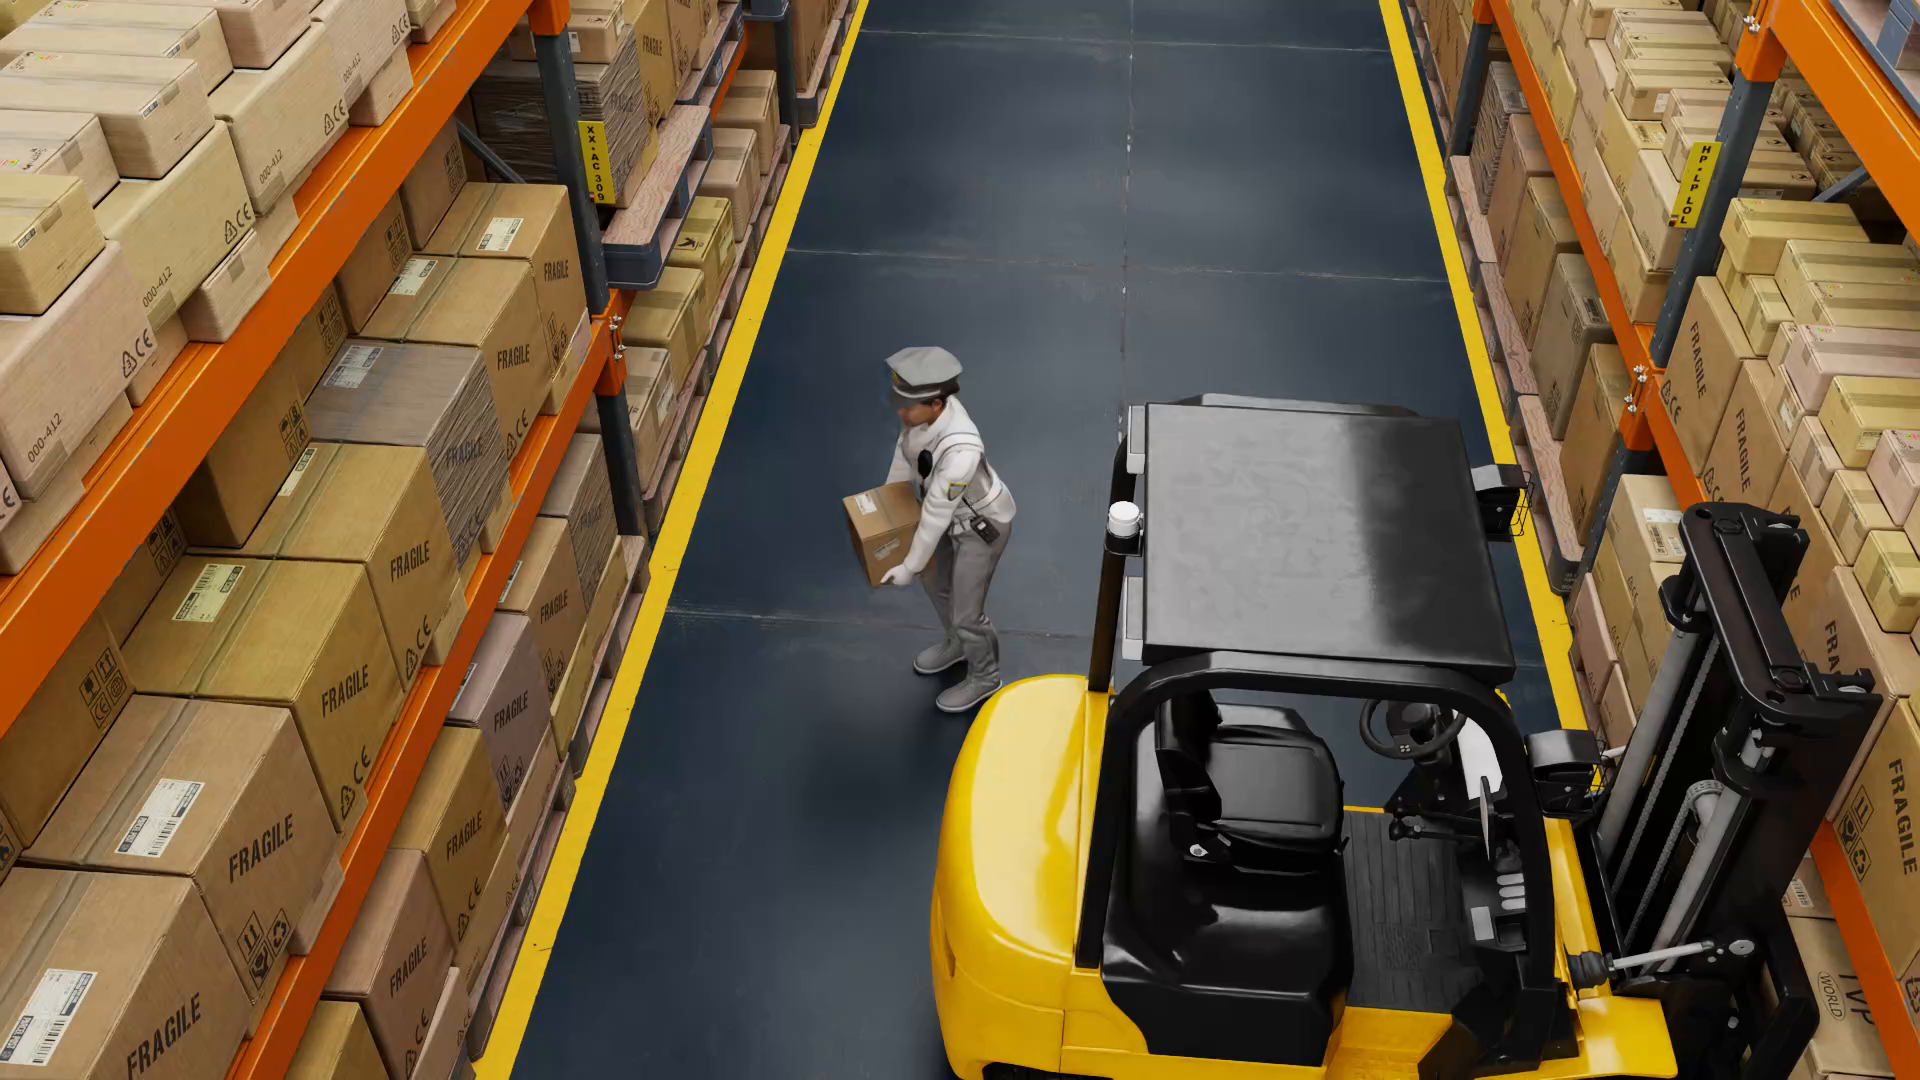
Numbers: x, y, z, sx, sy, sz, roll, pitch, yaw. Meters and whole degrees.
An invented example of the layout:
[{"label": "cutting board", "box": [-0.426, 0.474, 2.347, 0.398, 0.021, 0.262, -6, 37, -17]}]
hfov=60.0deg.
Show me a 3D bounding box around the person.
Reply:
[{"label": "person", "box": [-0.075, -0.021, 6.213, 0.570, 1.631, 0.419, -17, 43, -19]}]
